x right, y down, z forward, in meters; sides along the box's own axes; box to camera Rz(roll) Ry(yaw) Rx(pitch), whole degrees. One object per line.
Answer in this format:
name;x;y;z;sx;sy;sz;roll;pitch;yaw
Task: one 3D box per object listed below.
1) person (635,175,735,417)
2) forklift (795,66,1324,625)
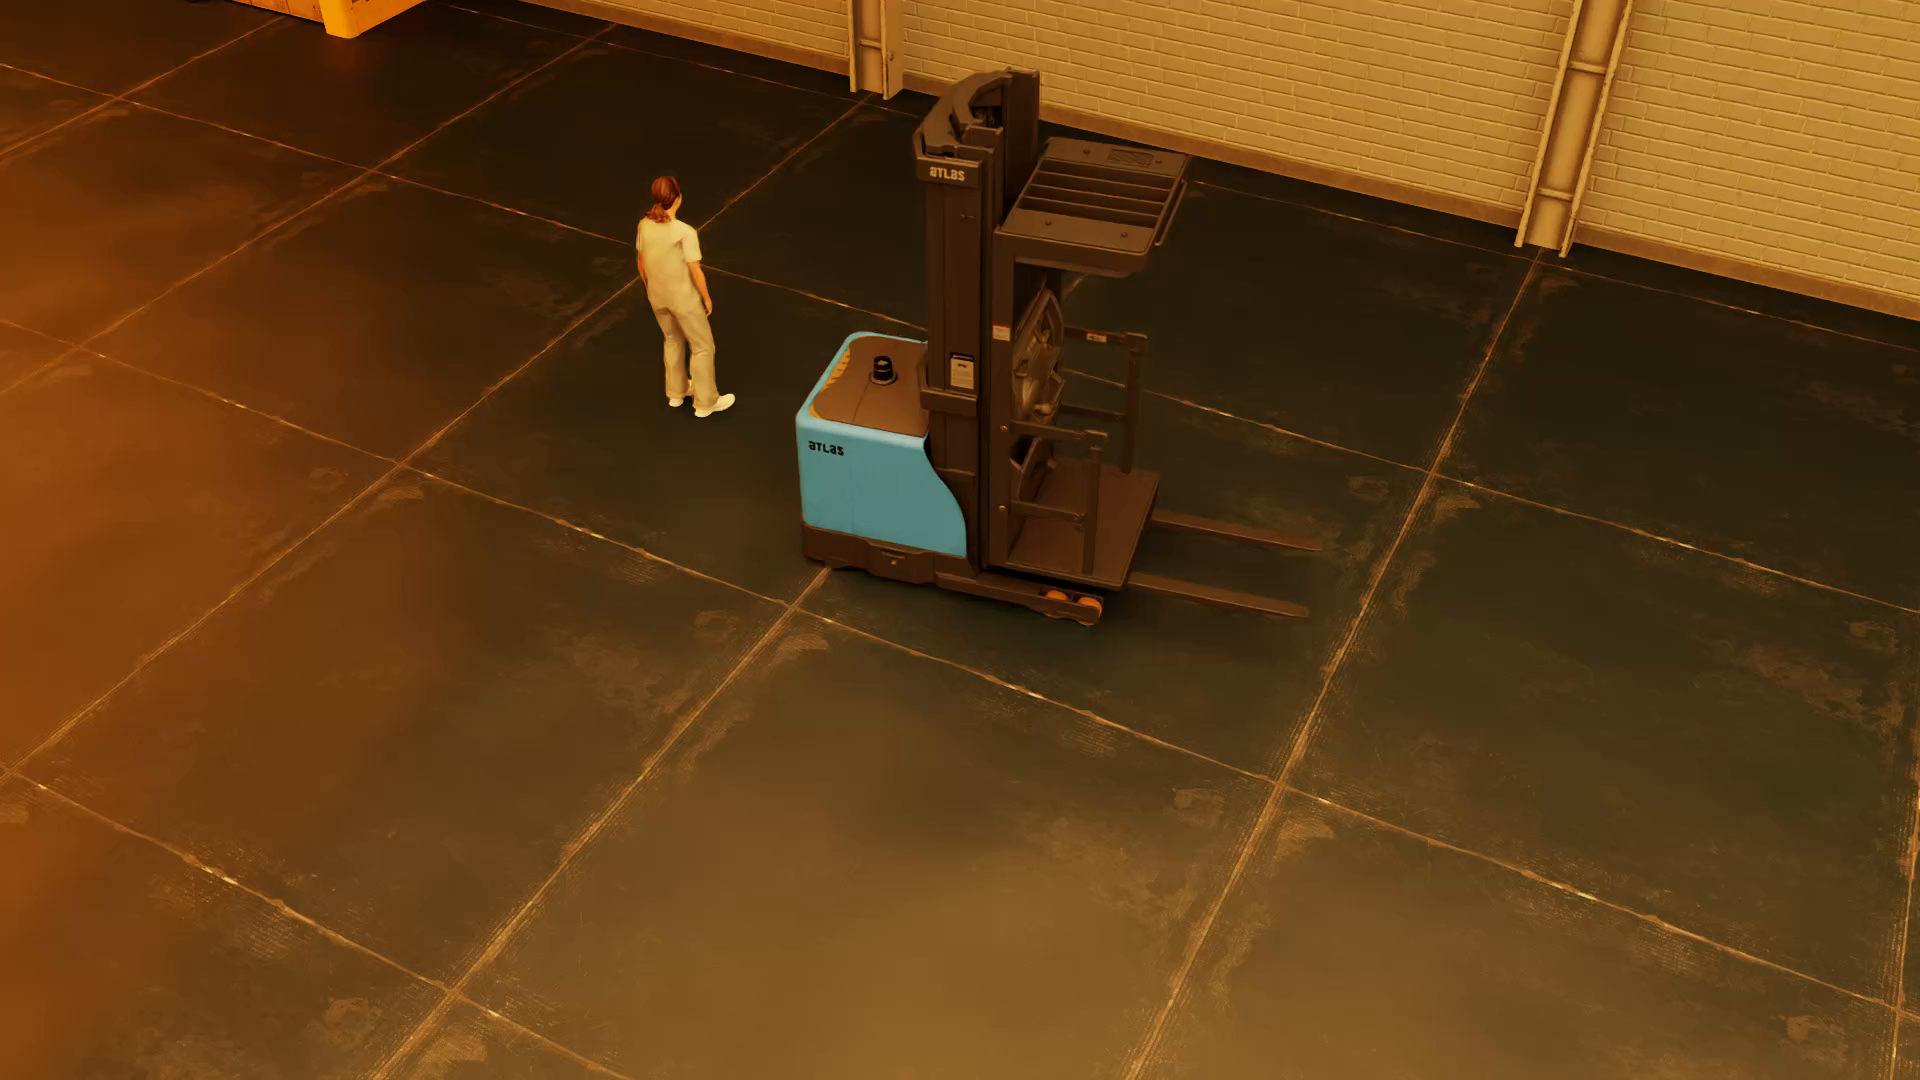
person;-1.823;-1.589;10.853;0.540;1.670;0.366;16;43;18
forklift;0.618;-1.010;9.185;3.031;2.935;1.130;11;41;13
